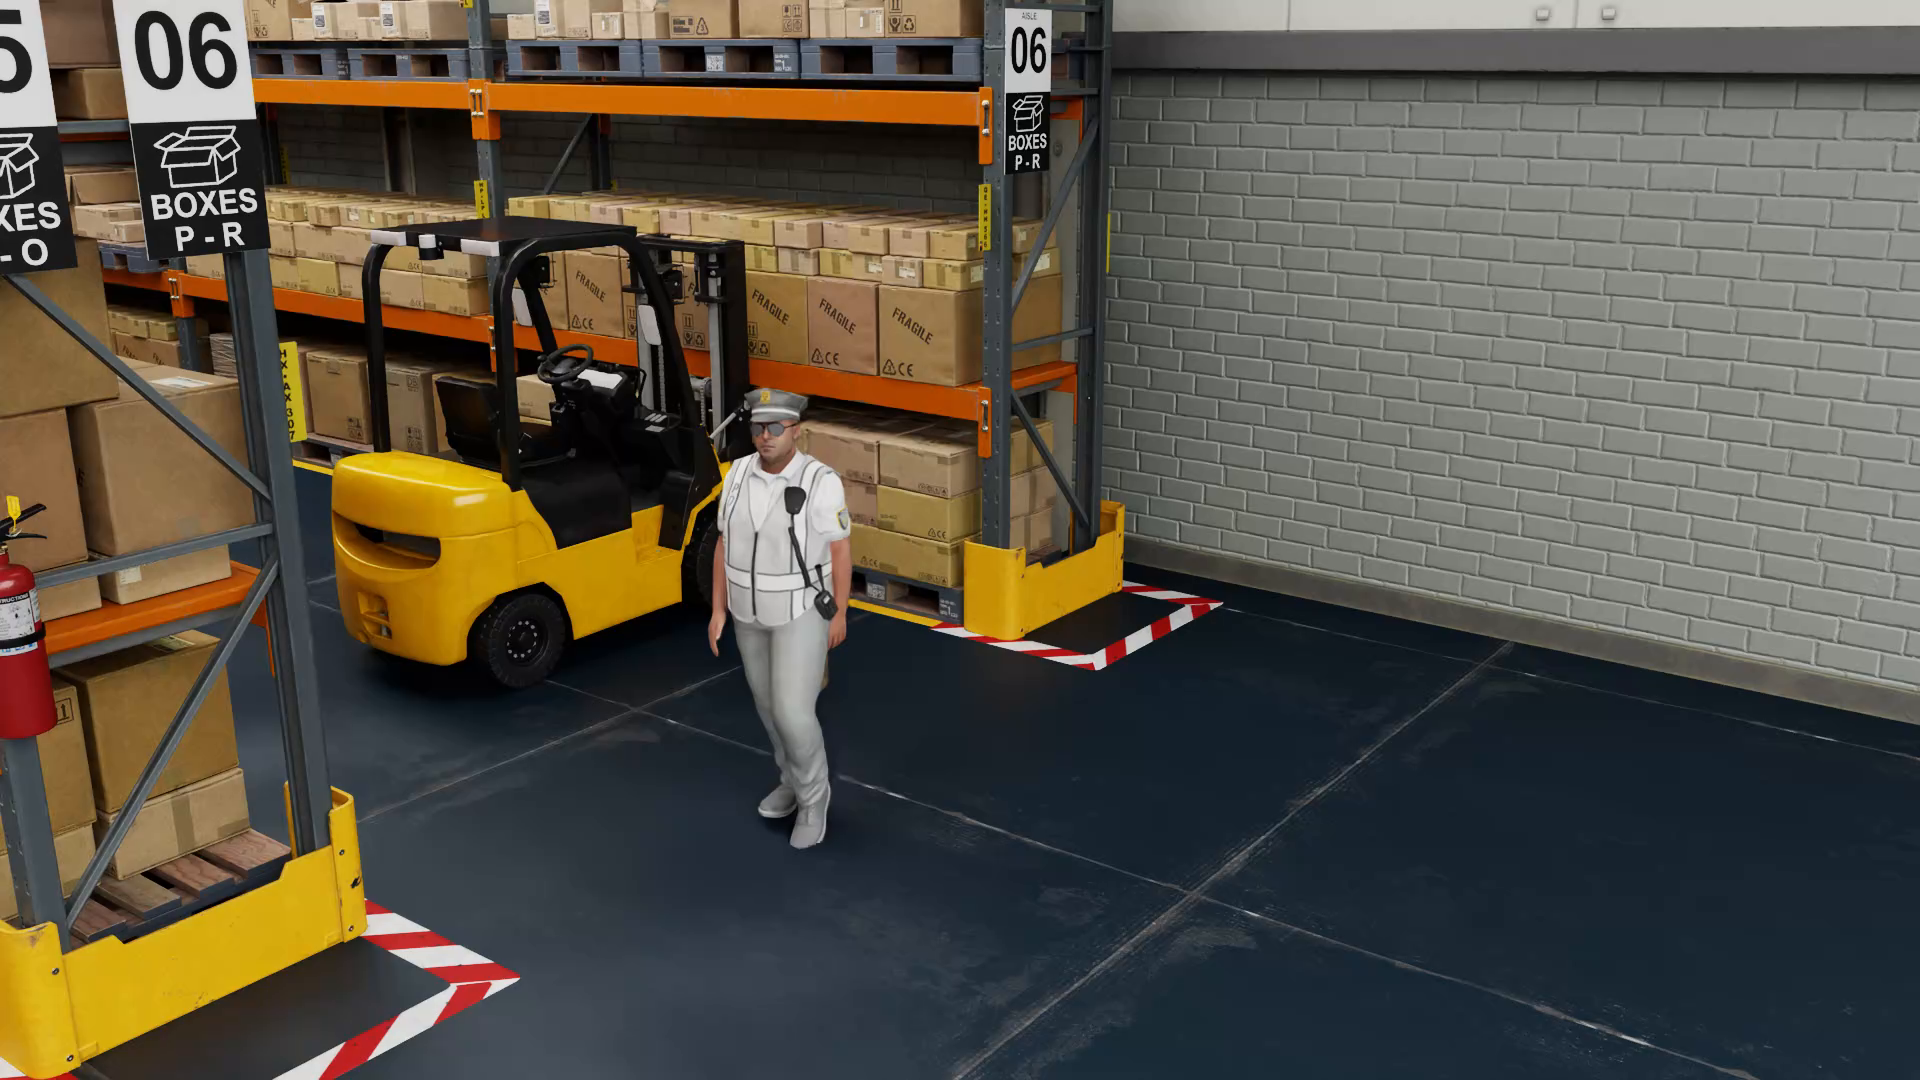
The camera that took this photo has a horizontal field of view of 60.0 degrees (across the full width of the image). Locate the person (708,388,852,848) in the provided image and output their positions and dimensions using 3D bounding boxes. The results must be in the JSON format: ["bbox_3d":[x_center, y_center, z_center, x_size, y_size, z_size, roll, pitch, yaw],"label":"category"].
[{"bbox_3d":[-0.710,0.306,6.480,0.525,1.838,0.504,7,18,24],"label":"person"}]
